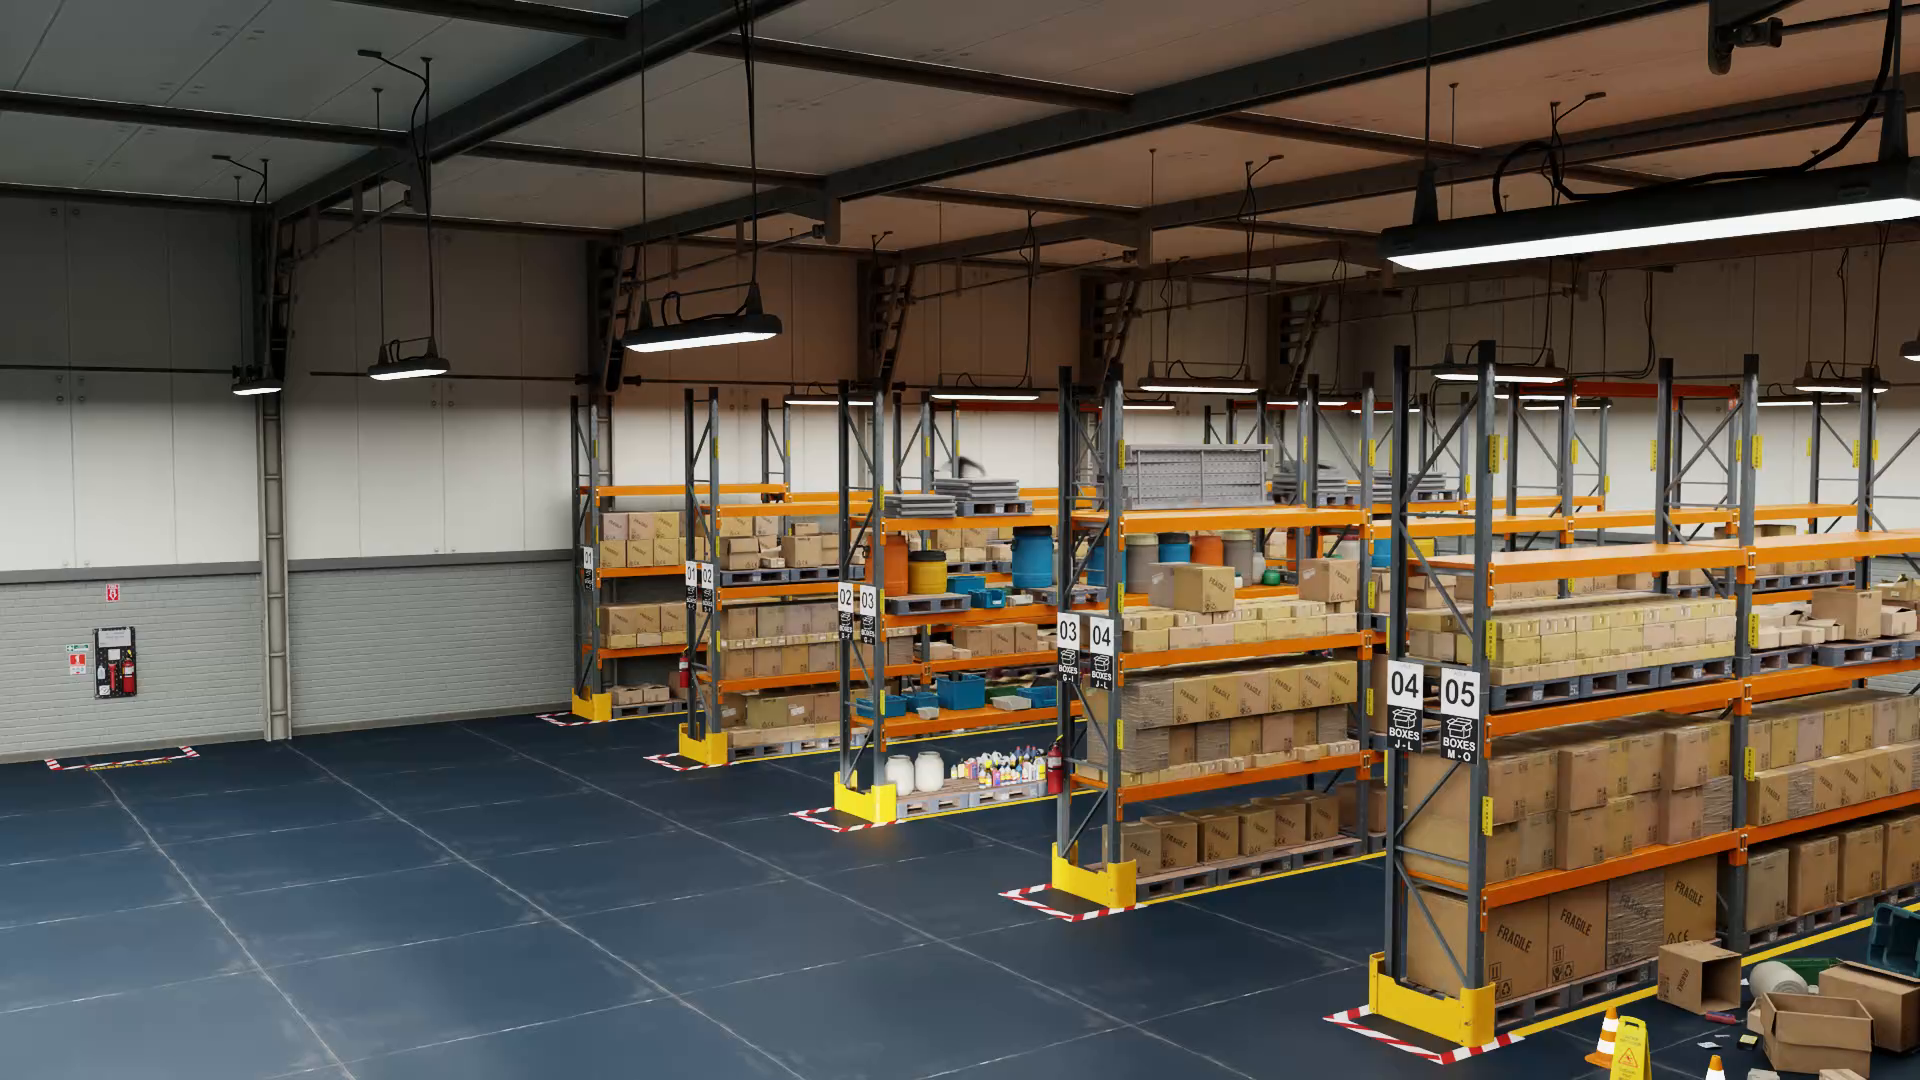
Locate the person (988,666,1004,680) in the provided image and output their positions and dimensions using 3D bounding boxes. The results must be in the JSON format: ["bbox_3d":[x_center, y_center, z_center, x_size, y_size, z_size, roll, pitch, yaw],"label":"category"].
[{"bbox_3d":[0.726,2.445,32.989,0.786,1.495,0.604,-1,4,-17],"label":"person"}]
